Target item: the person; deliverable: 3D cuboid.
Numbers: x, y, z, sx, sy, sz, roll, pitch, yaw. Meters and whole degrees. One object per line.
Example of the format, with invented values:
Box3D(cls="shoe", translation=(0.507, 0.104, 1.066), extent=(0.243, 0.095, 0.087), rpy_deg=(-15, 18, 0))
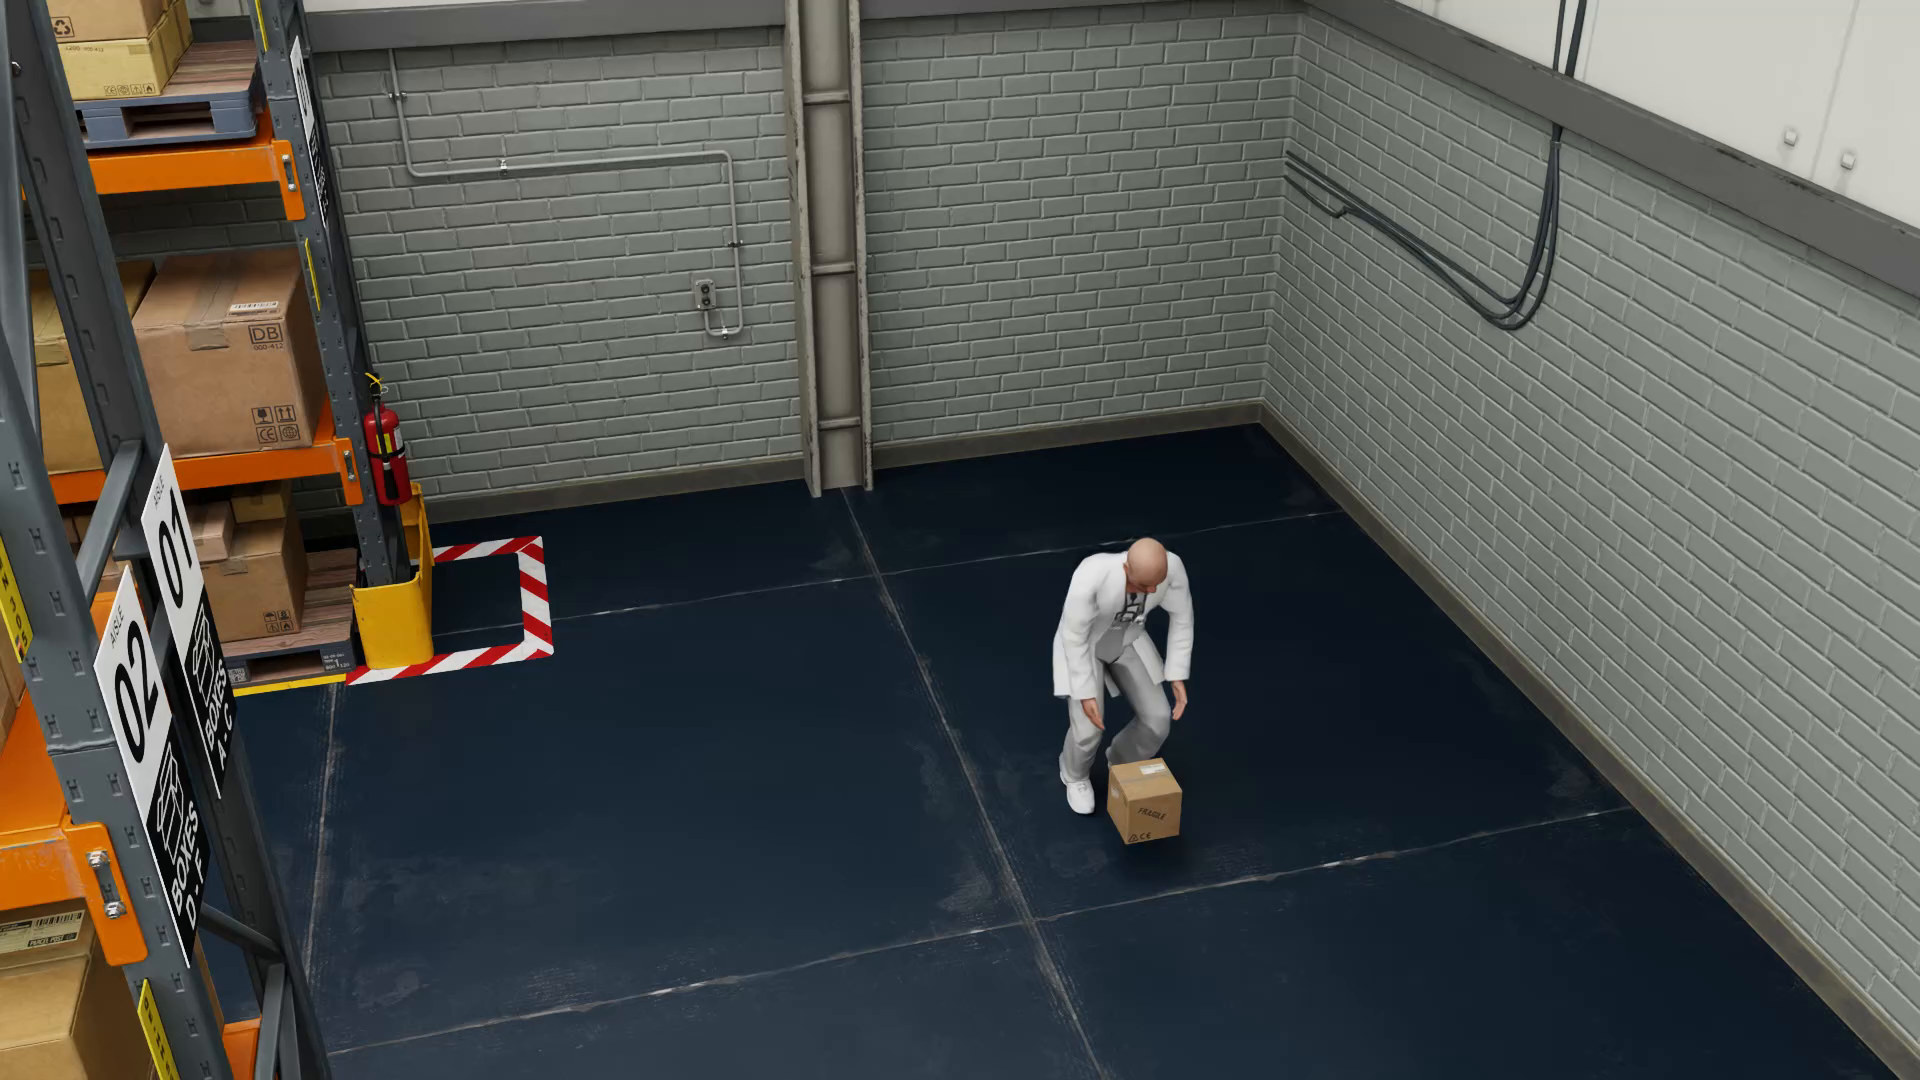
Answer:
Box3D(cls="person", translation=(0.730, 0.550, 7.576), extent=(0.628, 1.511, 0.658), rpy_deg=(-8, 31, -13))
